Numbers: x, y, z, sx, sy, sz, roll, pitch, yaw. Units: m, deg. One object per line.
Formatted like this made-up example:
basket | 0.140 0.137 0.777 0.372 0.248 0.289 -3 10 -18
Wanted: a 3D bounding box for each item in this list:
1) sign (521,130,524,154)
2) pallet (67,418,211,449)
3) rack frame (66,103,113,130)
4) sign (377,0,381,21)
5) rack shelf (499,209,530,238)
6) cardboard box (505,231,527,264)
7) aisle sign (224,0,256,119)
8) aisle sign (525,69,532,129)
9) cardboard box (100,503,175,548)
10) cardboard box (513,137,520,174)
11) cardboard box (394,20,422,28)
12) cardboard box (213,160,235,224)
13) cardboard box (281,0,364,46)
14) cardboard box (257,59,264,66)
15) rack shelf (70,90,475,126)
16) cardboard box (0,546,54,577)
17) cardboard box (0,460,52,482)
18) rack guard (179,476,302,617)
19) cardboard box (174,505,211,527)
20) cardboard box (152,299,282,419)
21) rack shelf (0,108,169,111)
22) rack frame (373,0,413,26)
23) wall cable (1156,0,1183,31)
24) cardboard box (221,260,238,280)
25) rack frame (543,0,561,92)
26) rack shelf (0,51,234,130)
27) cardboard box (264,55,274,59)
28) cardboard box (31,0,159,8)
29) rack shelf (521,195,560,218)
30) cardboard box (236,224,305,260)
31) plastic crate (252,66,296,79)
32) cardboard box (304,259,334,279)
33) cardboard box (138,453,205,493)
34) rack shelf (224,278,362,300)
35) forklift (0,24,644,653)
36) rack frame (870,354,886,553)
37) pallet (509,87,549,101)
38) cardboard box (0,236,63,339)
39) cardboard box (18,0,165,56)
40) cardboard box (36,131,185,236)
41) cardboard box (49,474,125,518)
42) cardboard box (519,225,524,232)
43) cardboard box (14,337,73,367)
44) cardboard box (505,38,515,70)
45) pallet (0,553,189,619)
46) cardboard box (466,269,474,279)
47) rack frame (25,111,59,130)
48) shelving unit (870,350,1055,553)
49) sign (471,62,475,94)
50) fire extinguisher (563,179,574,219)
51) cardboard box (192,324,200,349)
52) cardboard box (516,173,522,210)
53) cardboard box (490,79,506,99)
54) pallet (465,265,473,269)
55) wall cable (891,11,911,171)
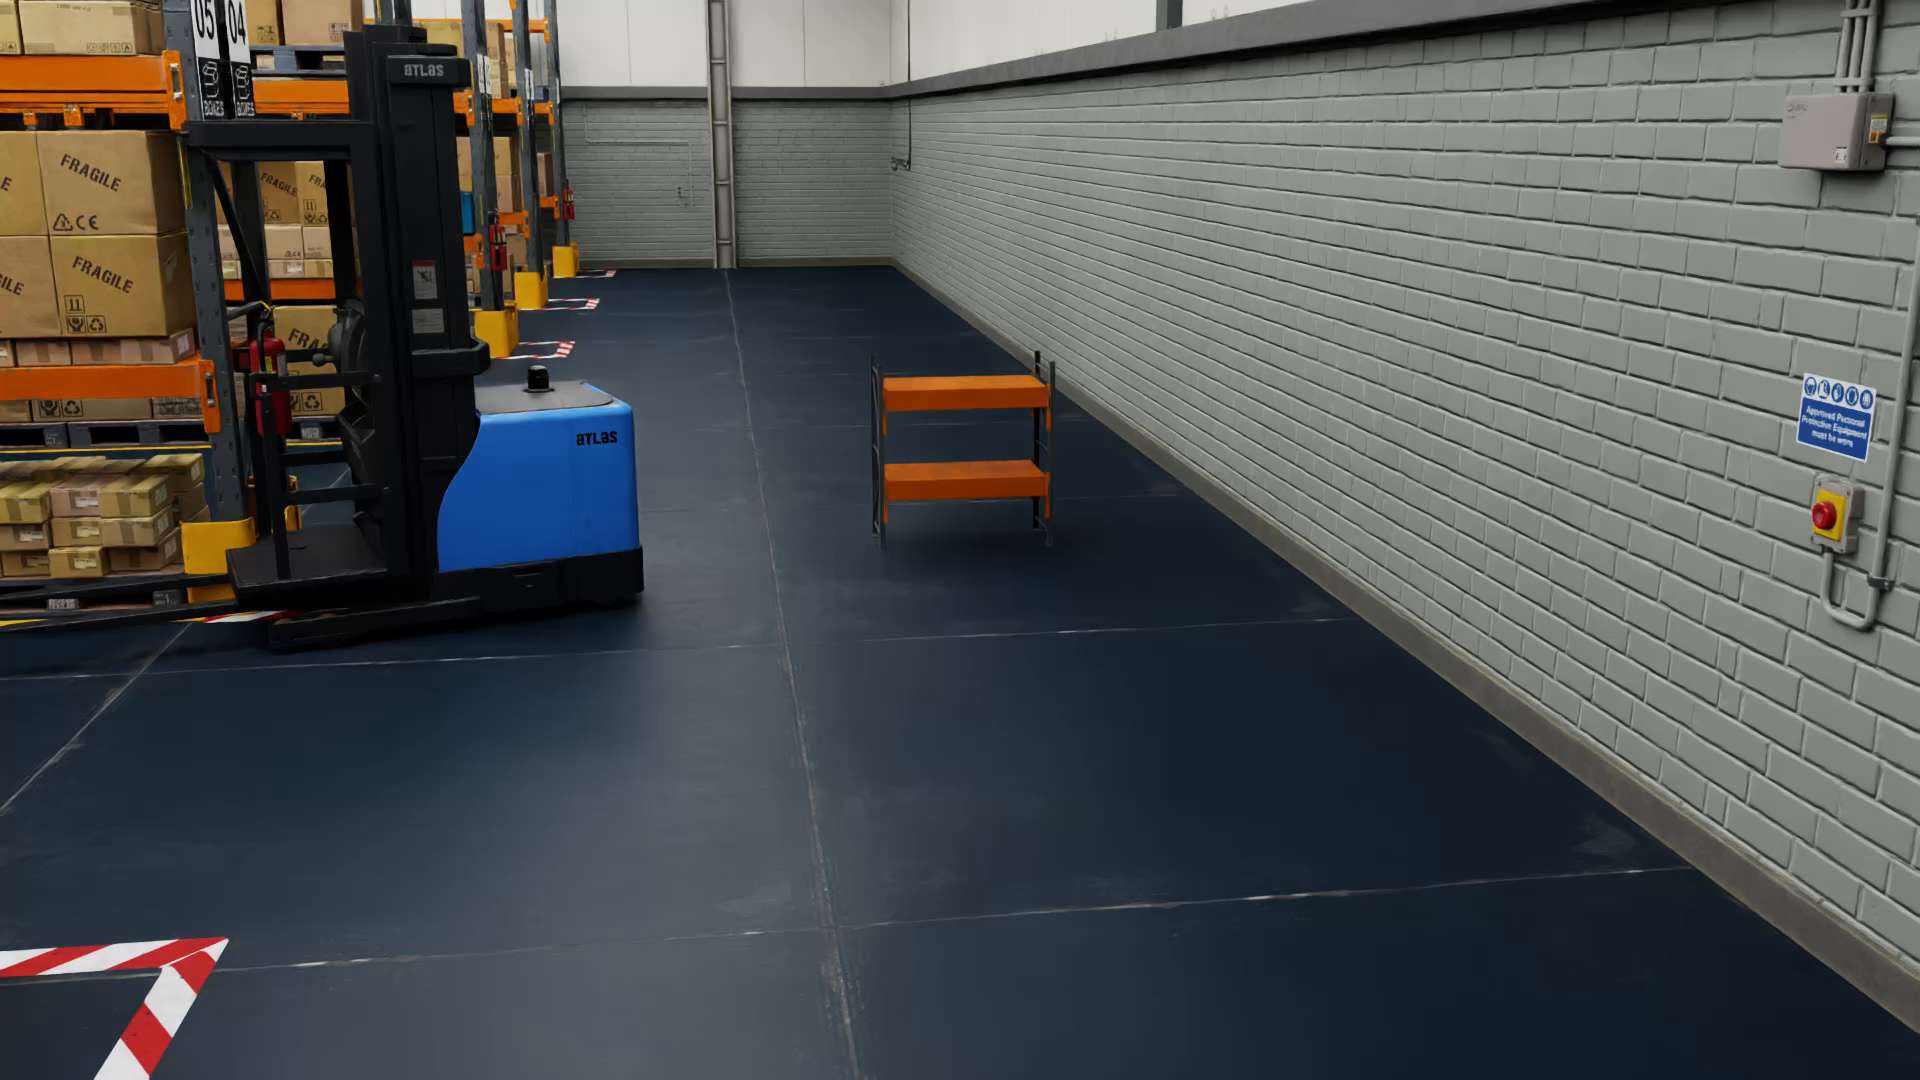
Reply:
sign | -5.895 -5.362 22.406 0.005 0.325 0.100 -2 14 -8
pallet | -6.469 -0.954 13.594 1.213 0.211 1.003 -2 14 -8
rack frame | -9.179 -3.445 17.791 0.127 3.000 1.000 -2 14 -8
sign | -4.419 -4.113 12.633 0.005 0.325 0.100 -2 14 -8
rack shelf | -7.936 -4.360 22.919 4.000 0.370 1.077 -2 14 -8
cardboard box | -7.377 -4.914 27.927 0.500 0.500 0.700 -2 14 -8
aisle sign | -3.820 -2.537 8.828 0.004 0.787 0.394 -2 14 -8
aisle sign | -5.845 -5.971 22.520 0.004 0.787 0.394 -2 14 -8
cardboard box | -4.326 -0.079 8.756 0.250 0.149 0.380 -2 14 -10
cardboard box | -6.436 -5.362 23.175 0.500 0.500 0.500 -2 14 -7
cardboard box | -7.449 -6.705 22.366 0.500 0.500 0.700 -2 14 -8
cardboard box | -6.007 -2.843 13.546 0.500 0.500 0.500 -2 14 -10
cardboard box | -4.992 -4.122 13.051 0.500 0.500 0.700 -3 14 -12
cardboard box | -9.396 -6.219 21.967 0.500 0.250 0.500 -2 14 -8
rack shelf | -7.202 -4.623 17.802 4.000 0.370 1.077 -2 14 -8
cardboard box | -4.850 0.069 8.776 0.250 0.149 0.380 -2 14 -9
cardboard box | -5.172 -0.328 9.136 0.250 0.149 0.380 -3 14 -11
rack guard | -3.922 0.014 9.139 0.348 0.500 1.175 -2 14 -8
cardboard box | -4.413 -0.080 9.373 0.250 0.149 0.380 -2 14 -7
cardboard box | -6.007 -1.496 13.525 0.875 0.875 0.875 -2 14 -8
rack shelf | -11.891 -5.670 21.976 4.000 0.370 1.077 -2 14 -8
rack frame | -4.486 -5.308 12.888 0.127 3.000 1.000 -2 14 -8
wall cable | 1.619 -6.244 10.008 0.120 5.999 2.277 -2 14 -8
cardboard box | -5.799 -2.147 13.132 0.250 0.149 0.380 -2 14 -10
rack frame | -6.700 -8.883 27.141 0.127 3.000 1.000 -2 14 -8
rack shelf | -5.825 -2.235 8.280 4.000 0.370 1.077 -2 14 -8
cardboard box | -8.923 -6.636 22.087 0.500 0.500 0.700 -2 14 -8
cardboard box | -4.265 -2.748 8.128 0.500 0.250 0.500 -3 14 -10
rack shelf | -8.678 -5.551 27.670 4.000 0.370 1.077 -2 14 -8
cardboard box | -5.427 -2.370 13.203 0.500 0.250 0.500 -2 14 -9
plastic crate | -7.462 -4.981 17.994 0.530 0.282 0.437 -2 14 -8
cardboard box | -5.046 -2.174 13.242 0.250 0.149 0.380 -2 14 -8
cardboard box | -4.416 -0.374 9.320 0.250 0.149 0.380 -3 14 -11
rack shelf | -6.464 -1.977 13.417 4.000 0.370 1.077 -2 14 -8
forklift | -3.236 -1.021 8.269 3.031 2.935 1.130 -7 16 -26
rack frame | -0.496 -0.527 10.013 0.032 1.125 0.500 -2 14 -8
pallet | -7.432 -7.355 27.400 1.213 0.211 1.003 -2 14 -8
cardboard box | -4.763 -1.299 8.417 0.500 0.500 0.500 -2 14 -9
cardboard box | -4.257 -2.504 8.180 0.500 0.250 0.500 -2 14 -10
cardboard box | -4.263 -1.803 8.372 0.500 0.500 0.500 -2 14 -9
cardboard box | -4.590 -0.236 8.769 0.250 0.149 0.380 -2 14 -7
cardboard box | -7.283 -5.282 28.058 0.250 0.149 0.380 -2 14 -8
cardboard box | -4.625 -0.987 8.508 0.250 0.149 0.380 -2 14 -9
cardboard box | -7.383 -7.879 27.002 0.500 0.500 0.500 -2 14 -8
pallet | -4.731 0.175 9.091 1.213 0.211 1.003 -2 14 -8
cardboard box | -7.033 -3.691 23.522 0.500 0.250 0.500 -2 14 -8
rack frame | -14.611 -5.683 26.715 0.127 3.000 1.000 -2 14 -8
shelving unit | 0.007 -0.546 10.086 1.048 1.125 0.538 -2 14 -8
sign | -5.126 -4.862 17.491 0.005 0.325 0.100 -2 14 -8
fire extinguisher | -6.482 -5.649 27.505 0.183 0.674 0.296 -2 14 -8
cardboard box | -4.216 -1.147 9.144 0.250 0.149 0.380 -2 14 -9
cardboard box | -6.436 -4.877 23.297 0.500 0.500 0.500 -2 14 -7
cardboard box | -6.427 -6.081 22.447 0.500 0.250 0.500 -2 14 -8
pallet | -8.683 -4.529 27.847 1.213 0.211 1.003 -2 14 -8
wall cable | -1.054 -7.495 27.993 0.112 2.526 3.097 -2 14 -8
